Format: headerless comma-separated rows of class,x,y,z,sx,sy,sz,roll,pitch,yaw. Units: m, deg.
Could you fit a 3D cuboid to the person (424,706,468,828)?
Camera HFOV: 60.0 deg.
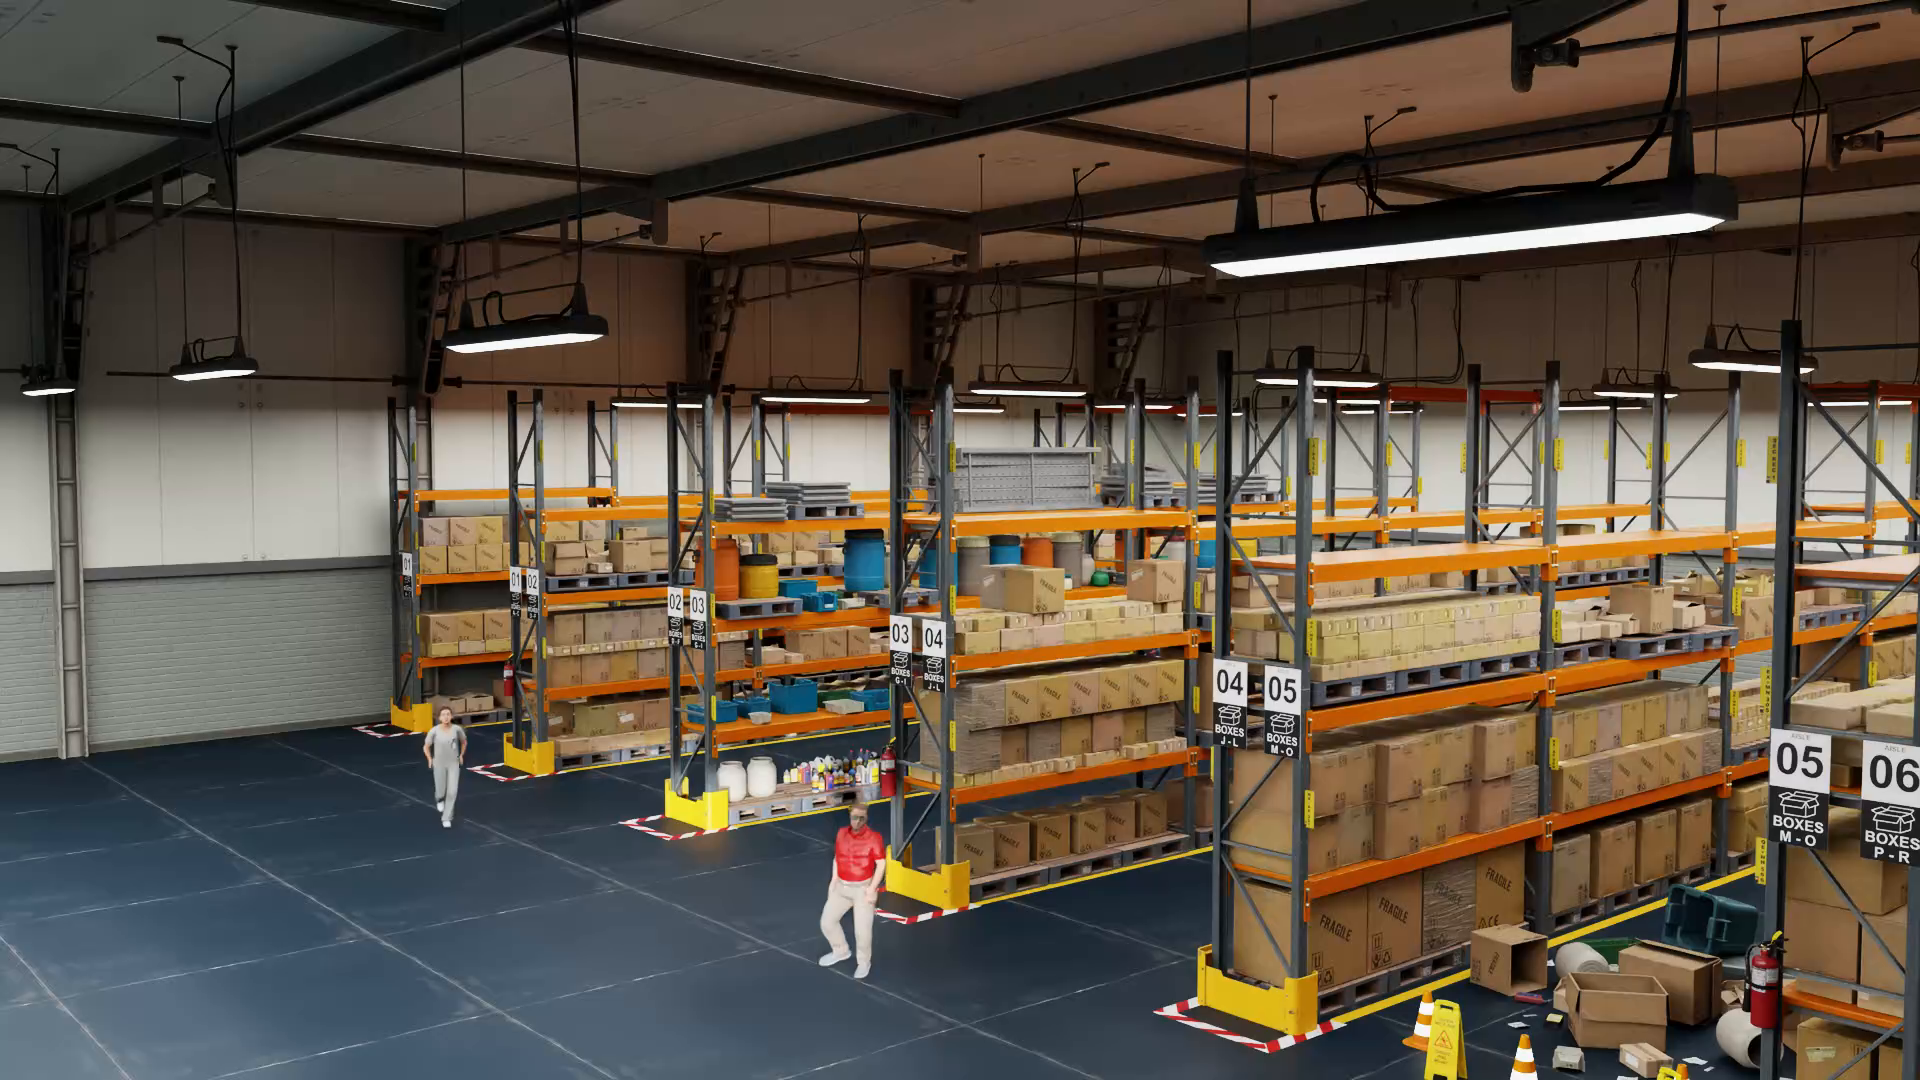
person,-6.955,3.045,22.511,0.575,1.621,0.695,-1,4,-23

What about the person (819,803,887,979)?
person,-1.079,3.390,16.058,0.783,1.719,0.604,1,4,21
